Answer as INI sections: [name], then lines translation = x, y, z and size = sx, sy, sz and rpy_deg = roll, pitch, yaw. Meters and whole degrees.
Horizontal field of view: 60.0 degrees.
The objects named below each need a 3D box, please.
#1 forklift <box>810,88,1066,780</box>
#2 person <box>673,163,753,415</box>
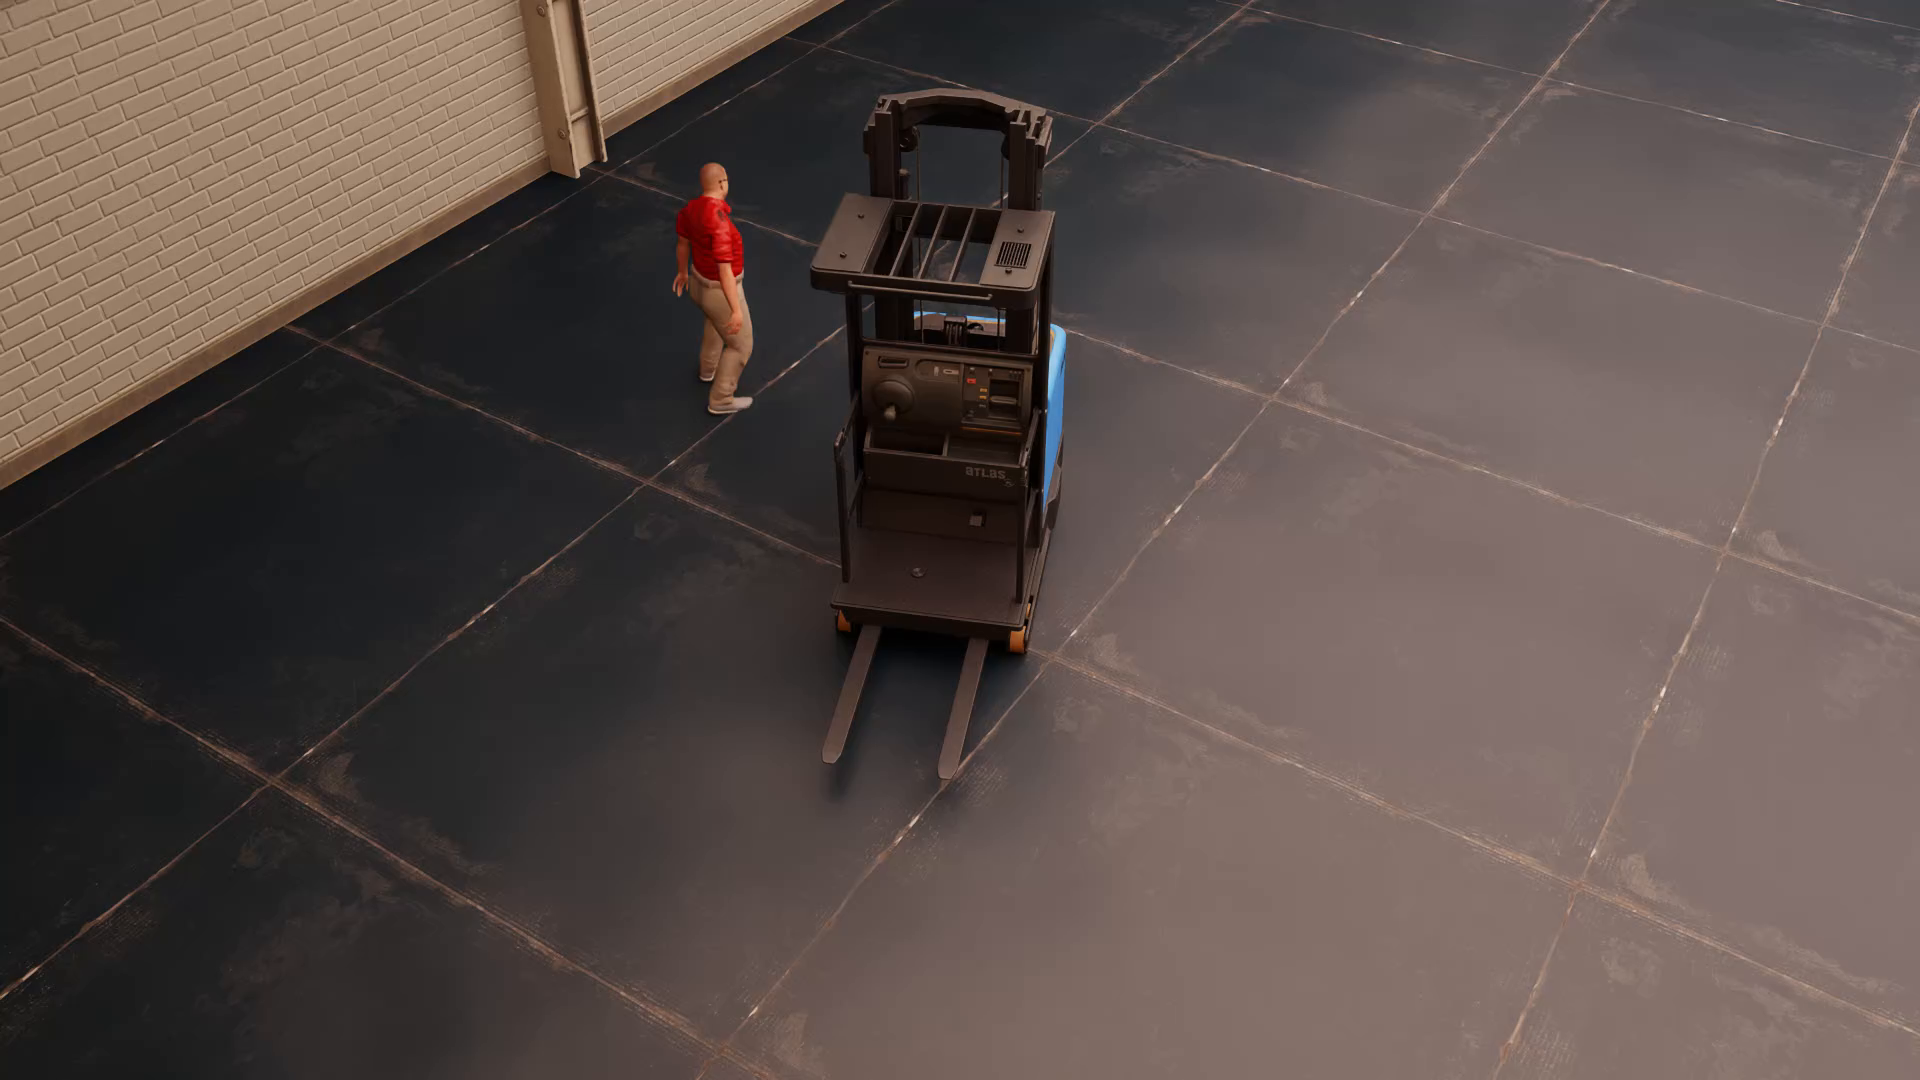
[forklift]
translation = -0.108, -0.731, 8.830
size = 1.130, 2.935, 3.031
rpy_deg = 7, 41, 8
[person]
translation = -1.604, -1.637, 10.882
size = 0.420, 1.703, 0.878
rpy_deg = -23, 45, -25
